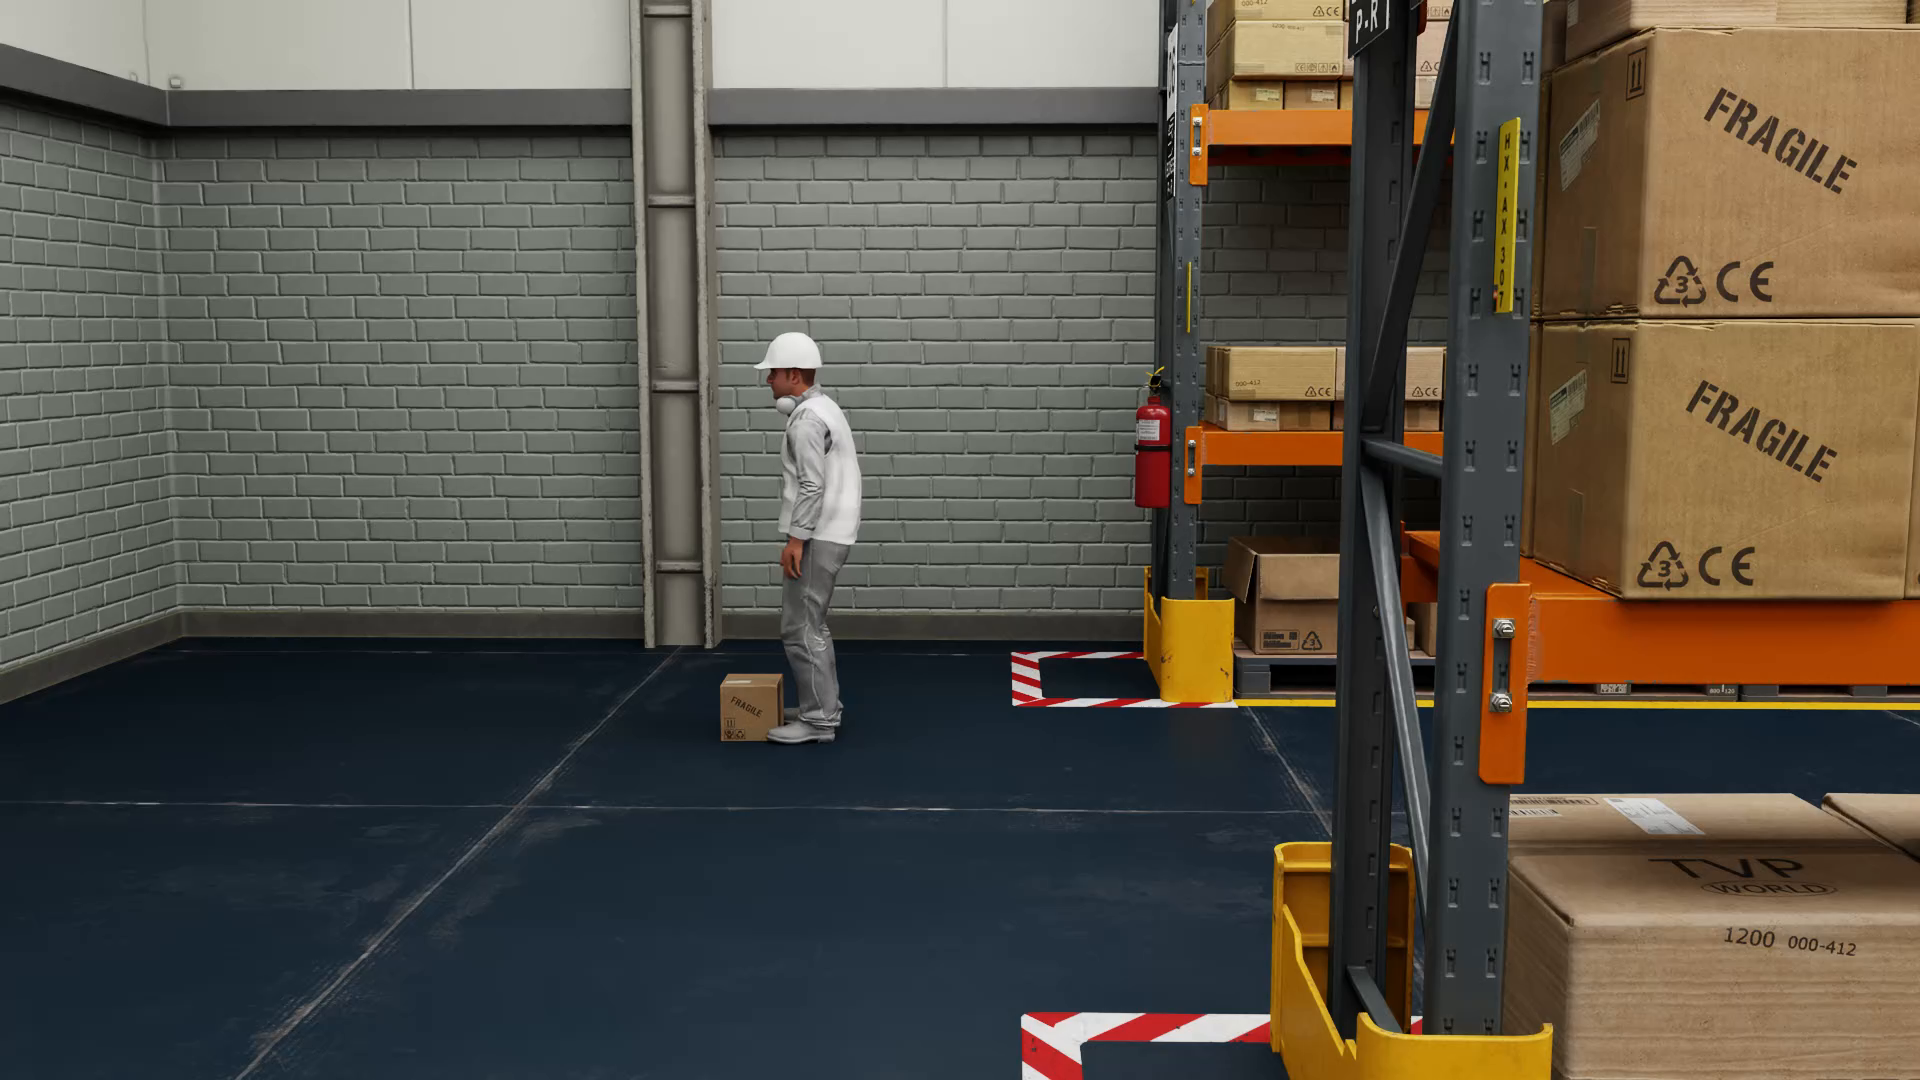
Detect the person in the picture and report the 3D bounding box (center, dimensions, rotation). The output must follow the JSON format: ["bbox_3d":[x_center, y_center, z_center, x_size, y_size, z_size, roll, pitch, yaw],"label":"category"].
[{"bbox_3d":[-0.659,-0.015,7.279,0.460,1.772,0.581,0,7,2],"label":"person"}]
